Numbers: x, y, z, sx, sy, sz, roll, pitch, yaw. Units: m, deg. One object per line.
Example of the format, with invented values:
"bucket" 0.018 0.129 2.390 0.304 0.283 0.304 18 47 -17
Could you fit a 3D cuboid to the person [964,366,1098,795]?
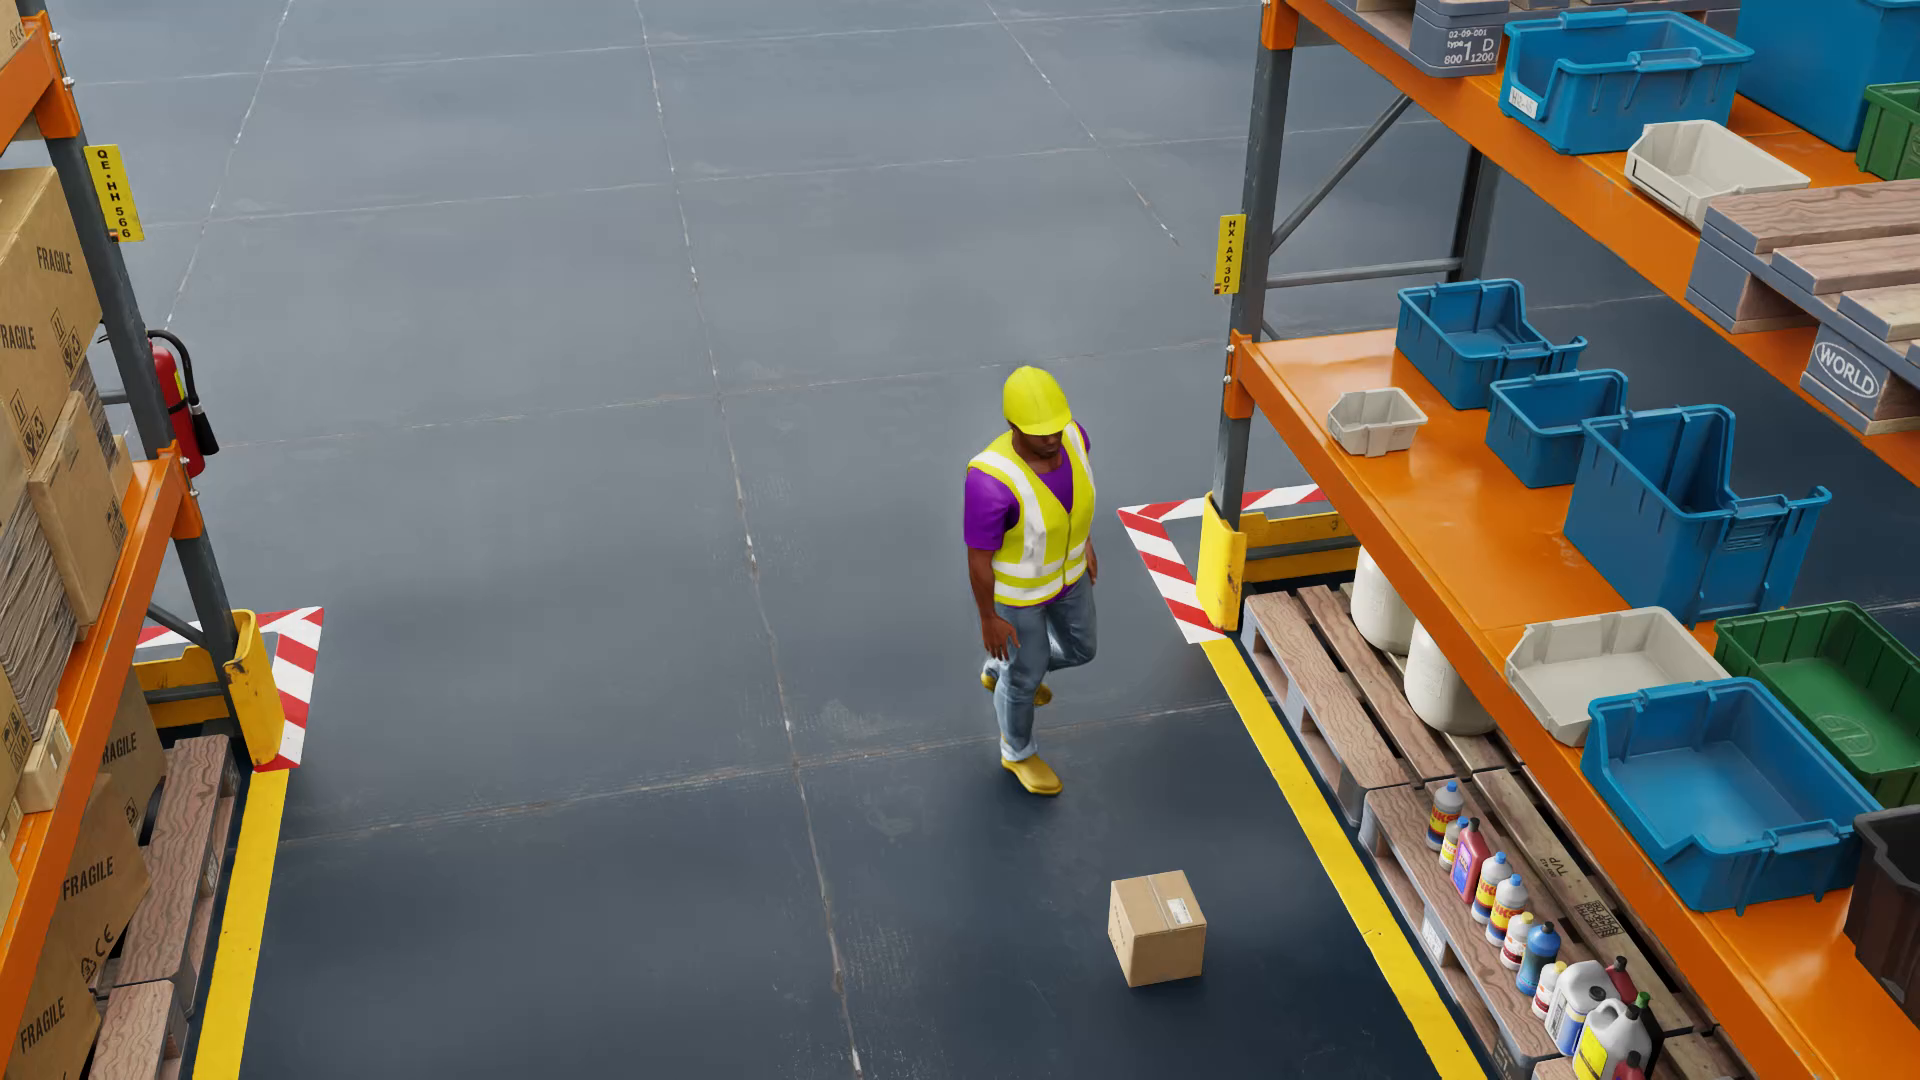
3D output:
"person" 0.208 0.116 5.934 0.554 1.765 0.610 28 43 35
